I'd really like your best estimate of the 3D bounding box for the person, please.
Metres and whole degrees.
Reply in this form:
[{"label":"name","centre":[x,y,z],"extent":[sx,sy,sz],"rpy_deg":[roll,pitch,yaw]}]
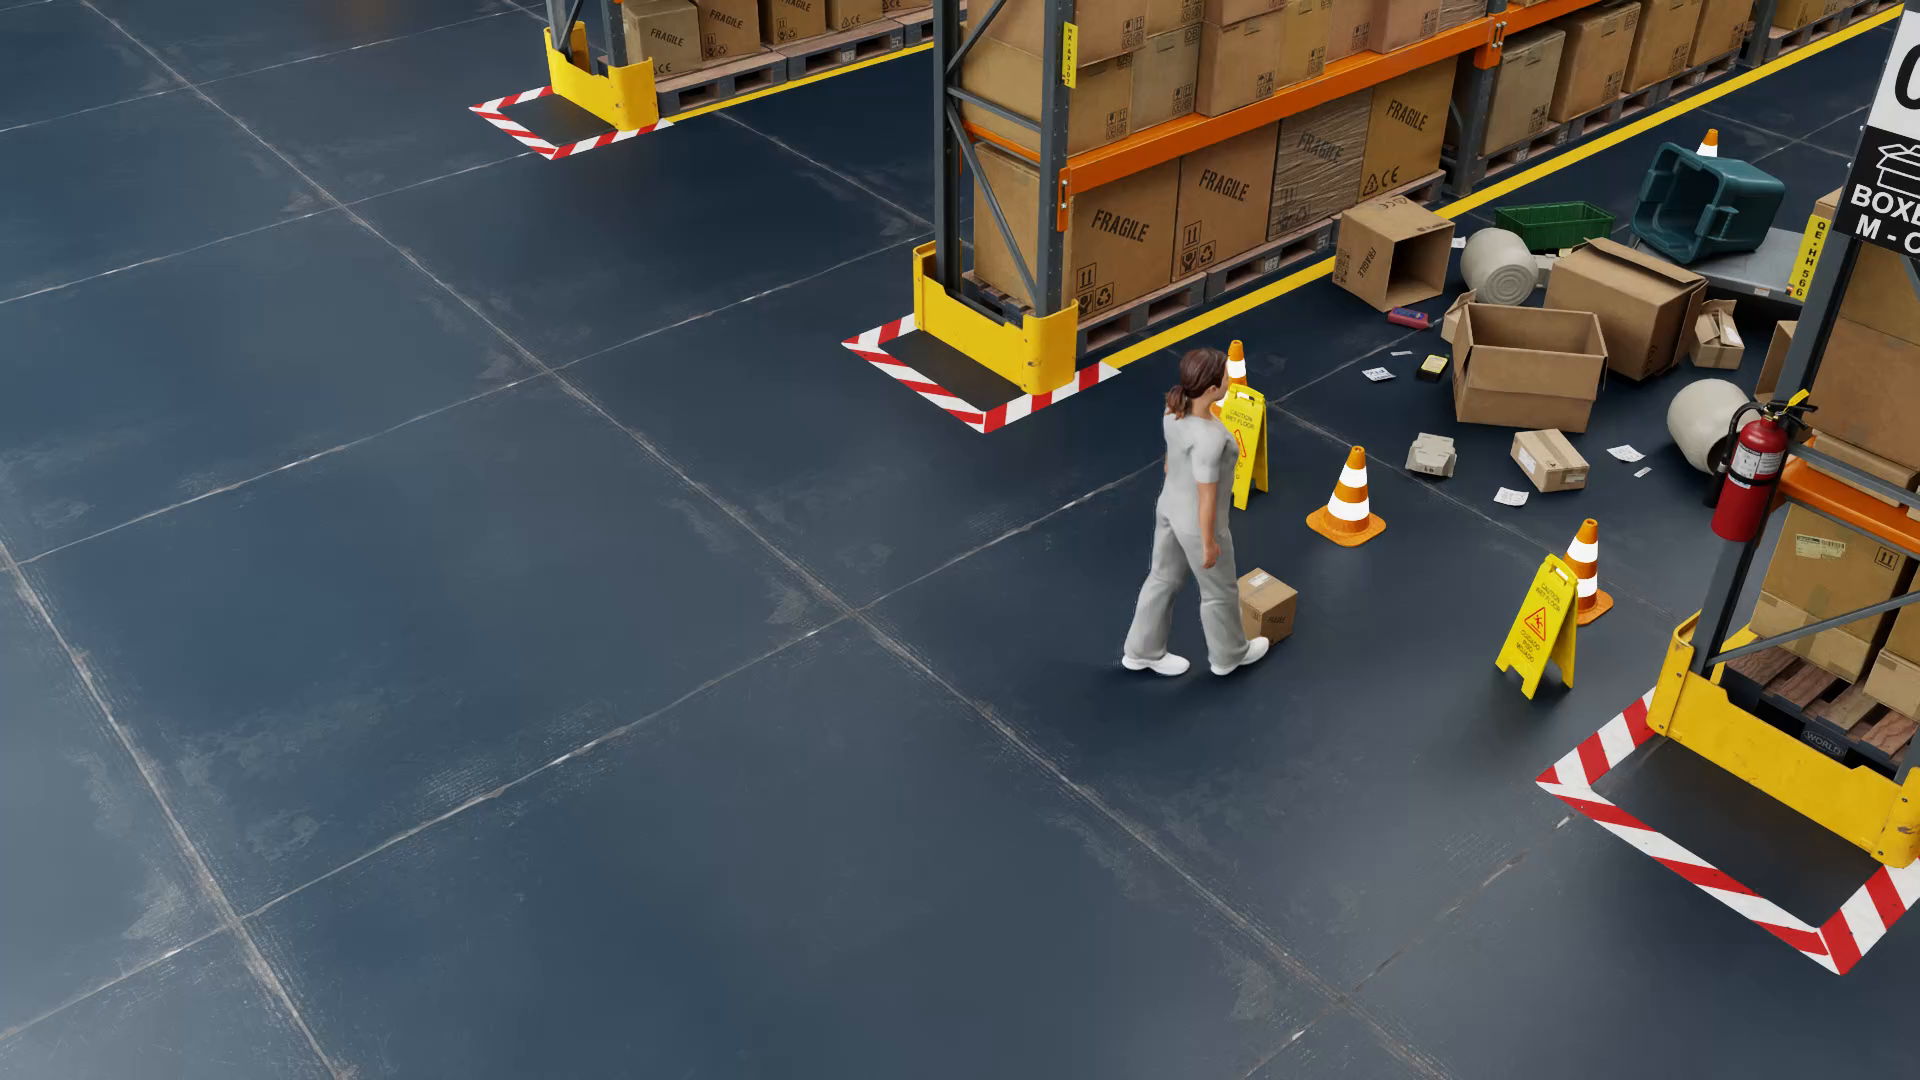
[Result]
[{"label":"person","centre":[1.090,-0.108,7.223],"extent":[0.673,1.665,0.447],"rpy_deg":[-12,38,-15]}]
